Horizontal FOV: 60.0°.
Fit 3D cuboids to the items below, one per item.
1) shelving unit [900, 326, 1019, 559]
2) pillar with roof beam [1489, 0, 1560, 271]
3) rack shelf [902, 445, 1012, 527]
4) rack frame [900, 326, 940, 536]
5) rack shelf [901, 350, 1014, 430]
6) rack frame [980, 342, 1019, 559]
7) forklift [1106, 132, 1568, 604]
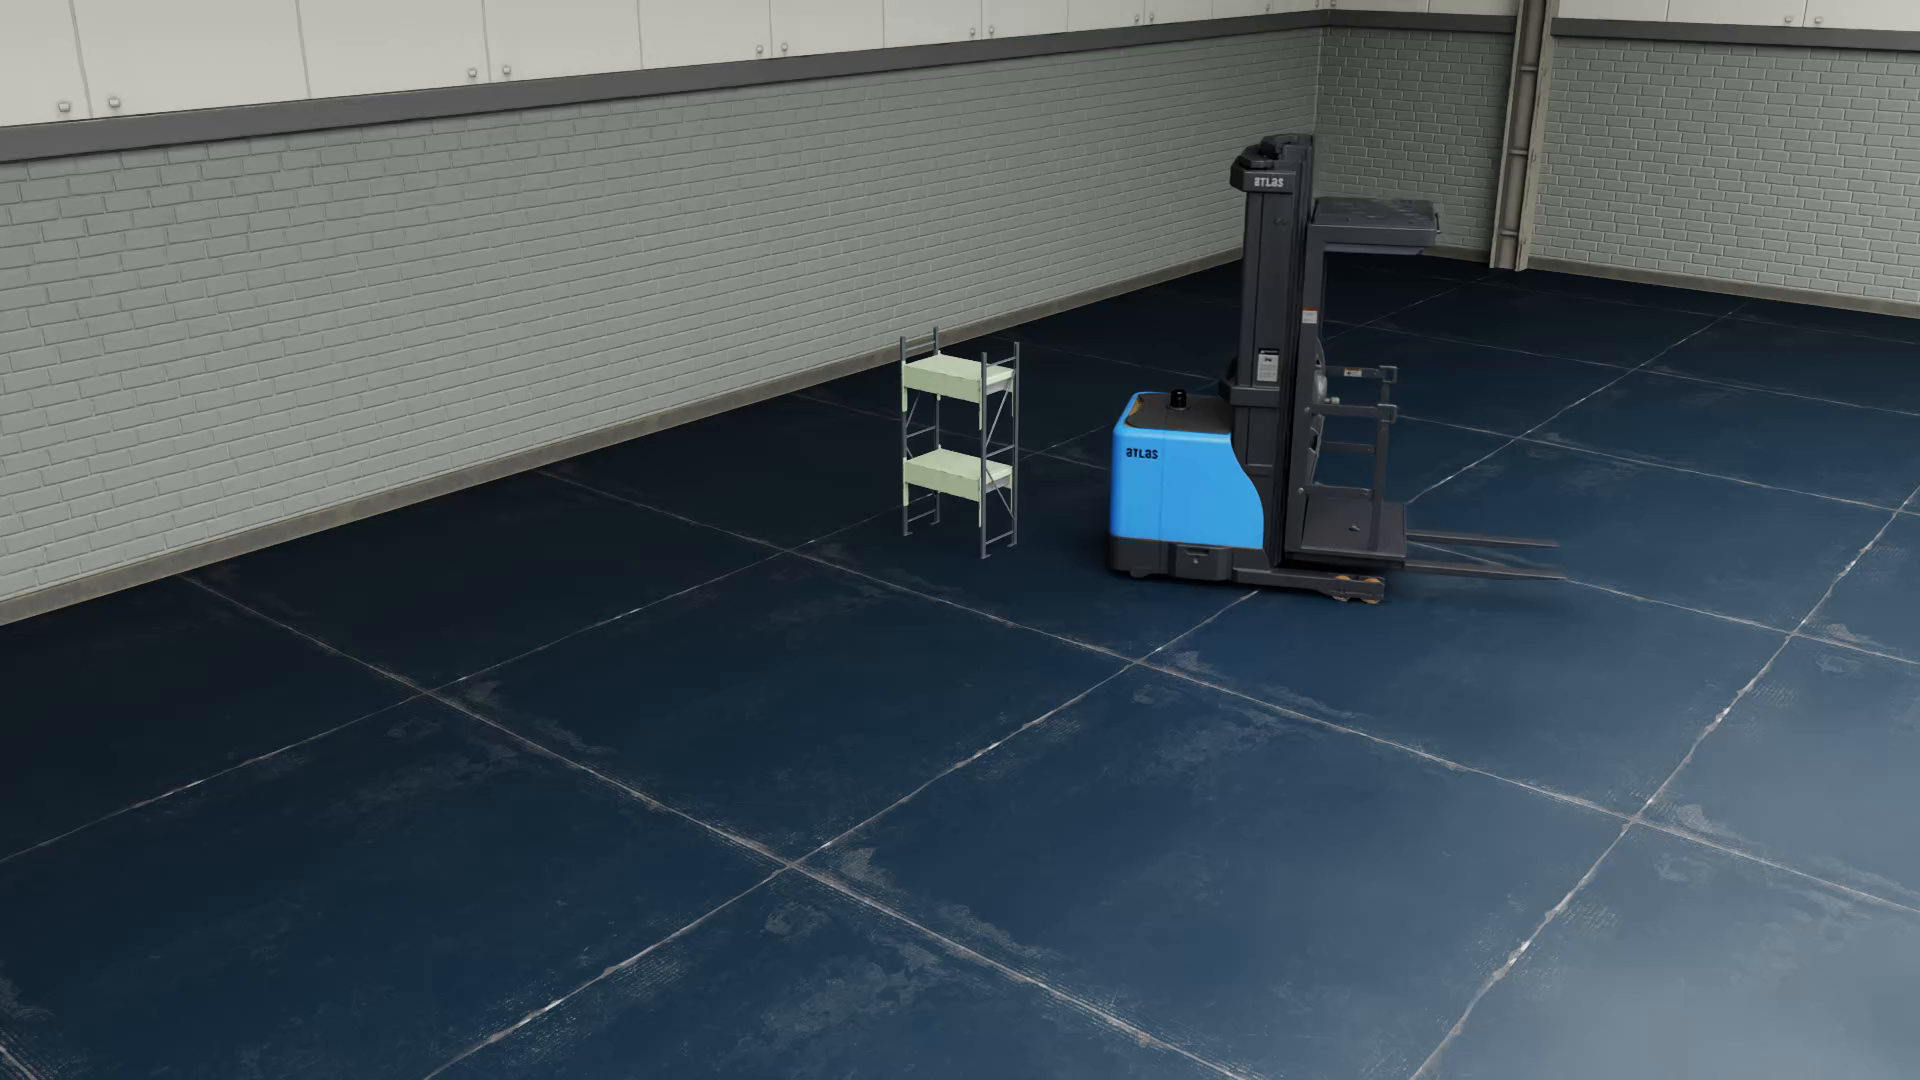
[{"bbox_3d":[-0.005,-0.703,11.907,0.755,1.500,0.431,16,26,36],"label":"shelving unit"},{"bbox_3d":[4.371,-6.558,16.806,0.400,9.000,9.100,16,26,36],"label":"pillar with roof beam"},{"bbox_3d":[-0.005,-0.398,12.023,0.720,0.370,0.431,16,26,36],"label":"rack shelf"},{"bbox_3d":[-0.289,-0.785,12.124,0.023,1.500,0.400,16,26,36],"label":"rack frame"},{"bbox_3d":[-0.005,-1.068,11.770,0.720,0.370,0.431,16,26,36],"label":"rack shelf"},{"bbox_3d":[0.278,-0.622,11.691,0.023,1.500,0.400,16,26,36],"label":"rack frame"},{"bbox_3d":[2.584,-1.156,11.079,3.031,2.935,1.130,5,21,13],"label":"forklift"}]
